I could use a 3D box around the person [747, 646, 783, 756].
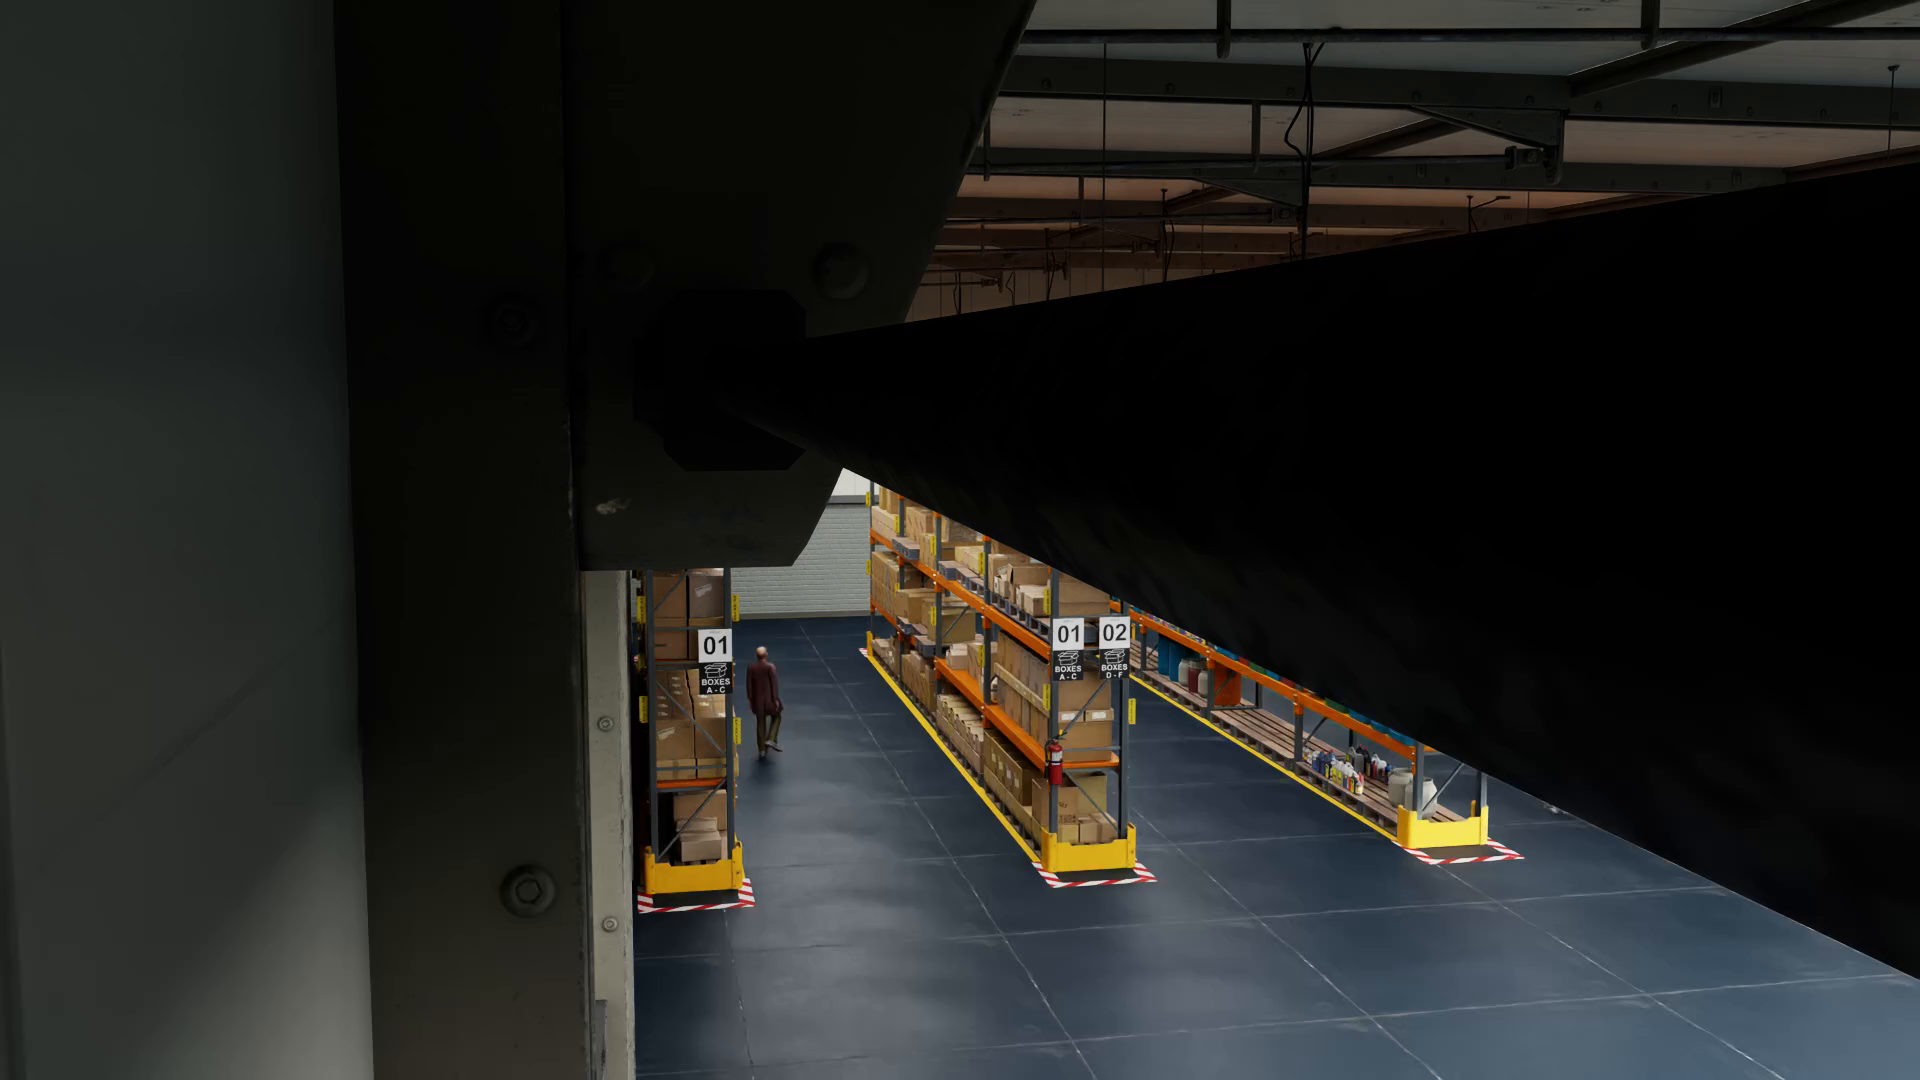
[{"bbox_3d":[-3.197,2.608,27.098,0.591,1.763,0.556,1,6,5],"label":"person"}]

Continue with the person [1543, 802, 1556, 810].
[{"bbox_3d":[8.460,3.005,23.807,0.492,1.675,0.447,0,6,0],"label":"person"}]
